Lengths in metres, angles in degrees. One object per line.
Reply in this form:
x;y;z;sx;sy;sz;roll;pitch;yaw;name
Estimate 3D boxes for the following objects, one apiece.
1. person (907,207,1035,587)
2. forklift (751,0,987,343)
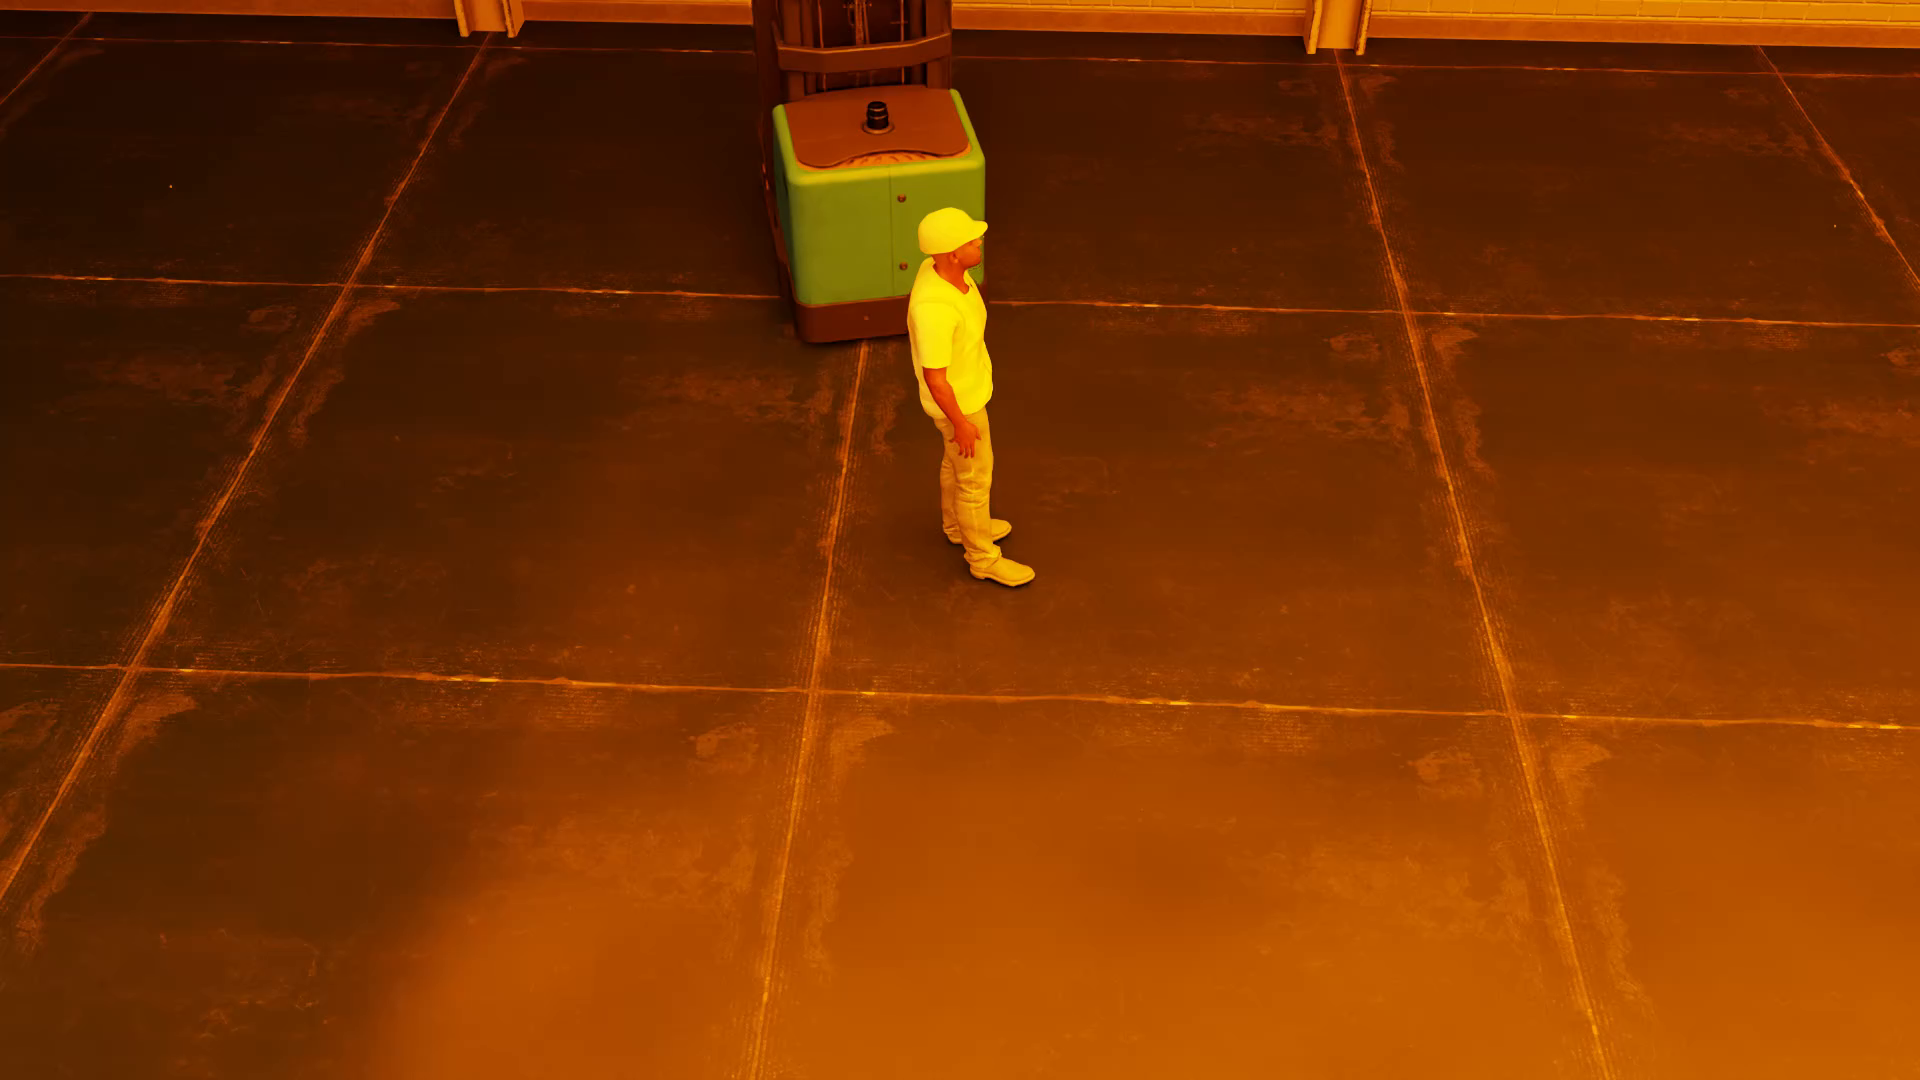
0.069;-0.652;7.309;0.577;1.765;0.666;2;42;2;person
-0.635;-3.146;9.189;1.130;2.935;3.031;-7;43;-8;forklift
